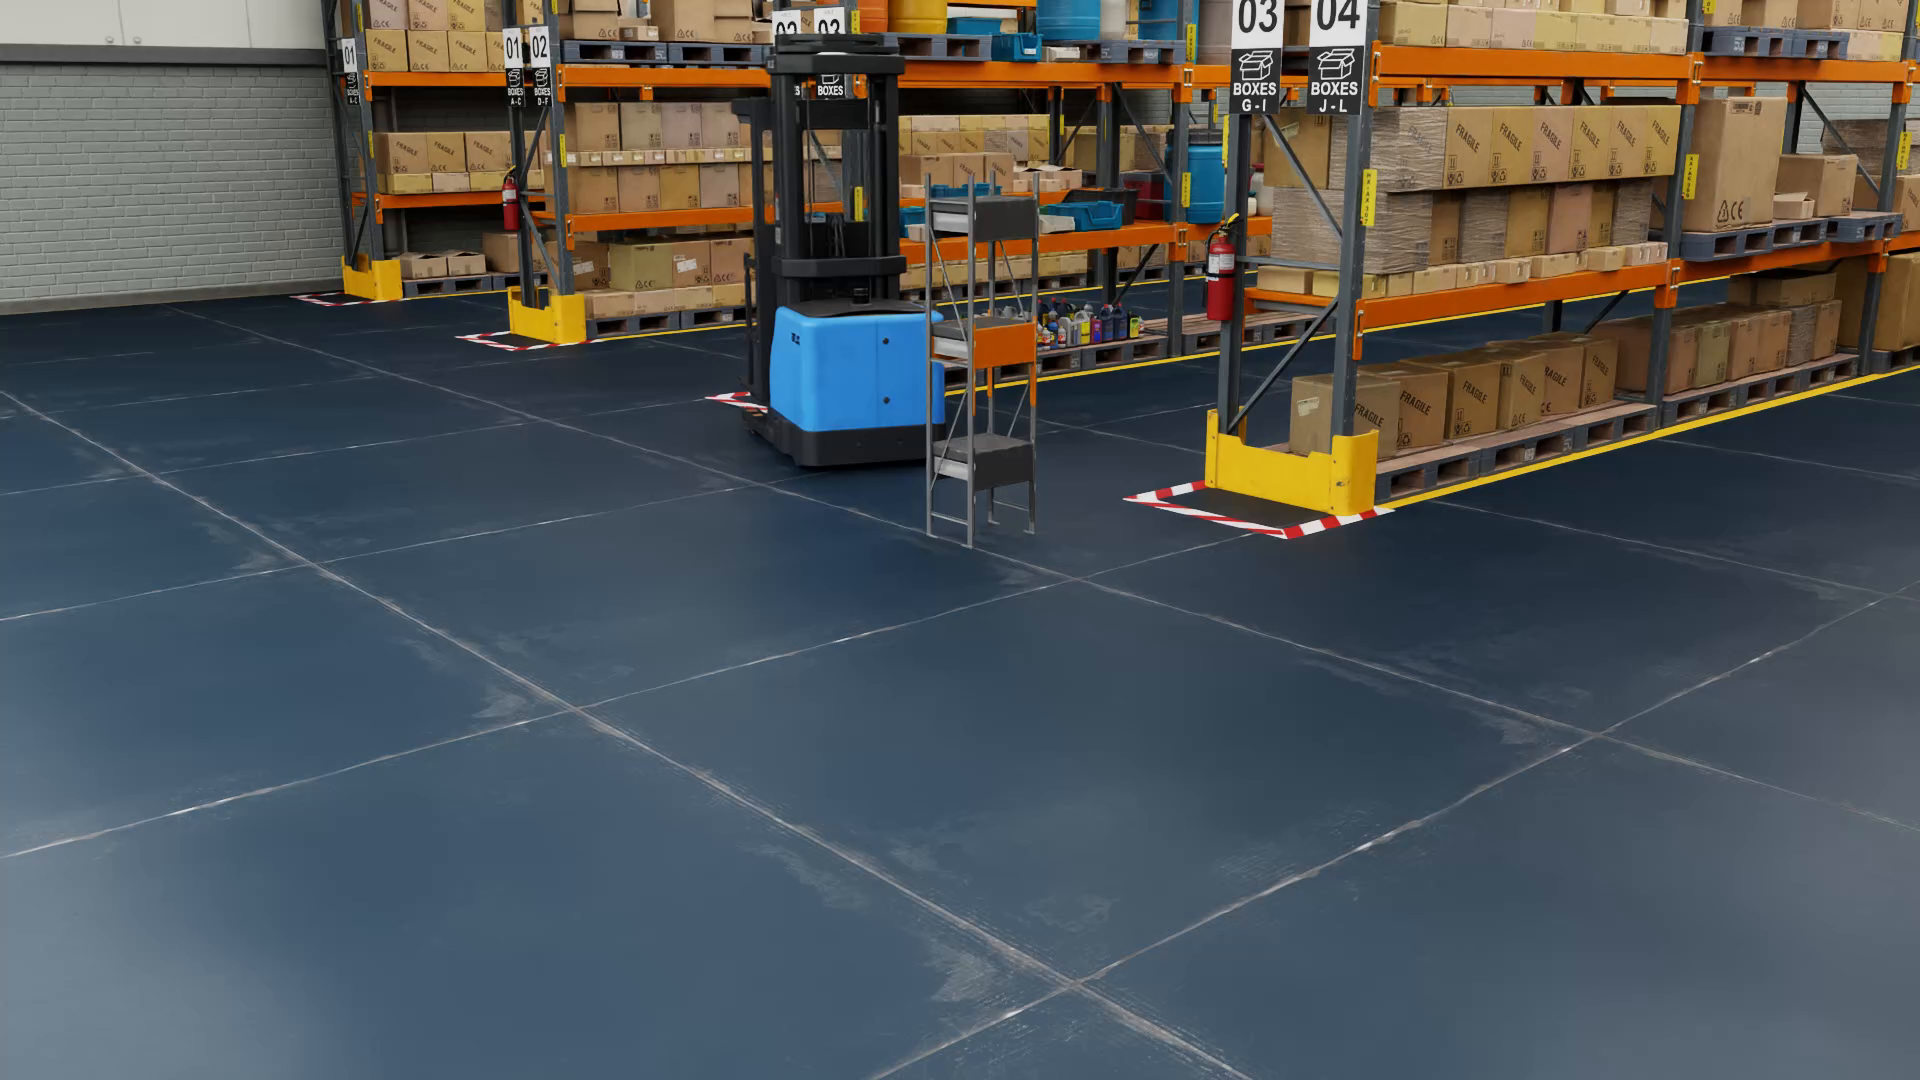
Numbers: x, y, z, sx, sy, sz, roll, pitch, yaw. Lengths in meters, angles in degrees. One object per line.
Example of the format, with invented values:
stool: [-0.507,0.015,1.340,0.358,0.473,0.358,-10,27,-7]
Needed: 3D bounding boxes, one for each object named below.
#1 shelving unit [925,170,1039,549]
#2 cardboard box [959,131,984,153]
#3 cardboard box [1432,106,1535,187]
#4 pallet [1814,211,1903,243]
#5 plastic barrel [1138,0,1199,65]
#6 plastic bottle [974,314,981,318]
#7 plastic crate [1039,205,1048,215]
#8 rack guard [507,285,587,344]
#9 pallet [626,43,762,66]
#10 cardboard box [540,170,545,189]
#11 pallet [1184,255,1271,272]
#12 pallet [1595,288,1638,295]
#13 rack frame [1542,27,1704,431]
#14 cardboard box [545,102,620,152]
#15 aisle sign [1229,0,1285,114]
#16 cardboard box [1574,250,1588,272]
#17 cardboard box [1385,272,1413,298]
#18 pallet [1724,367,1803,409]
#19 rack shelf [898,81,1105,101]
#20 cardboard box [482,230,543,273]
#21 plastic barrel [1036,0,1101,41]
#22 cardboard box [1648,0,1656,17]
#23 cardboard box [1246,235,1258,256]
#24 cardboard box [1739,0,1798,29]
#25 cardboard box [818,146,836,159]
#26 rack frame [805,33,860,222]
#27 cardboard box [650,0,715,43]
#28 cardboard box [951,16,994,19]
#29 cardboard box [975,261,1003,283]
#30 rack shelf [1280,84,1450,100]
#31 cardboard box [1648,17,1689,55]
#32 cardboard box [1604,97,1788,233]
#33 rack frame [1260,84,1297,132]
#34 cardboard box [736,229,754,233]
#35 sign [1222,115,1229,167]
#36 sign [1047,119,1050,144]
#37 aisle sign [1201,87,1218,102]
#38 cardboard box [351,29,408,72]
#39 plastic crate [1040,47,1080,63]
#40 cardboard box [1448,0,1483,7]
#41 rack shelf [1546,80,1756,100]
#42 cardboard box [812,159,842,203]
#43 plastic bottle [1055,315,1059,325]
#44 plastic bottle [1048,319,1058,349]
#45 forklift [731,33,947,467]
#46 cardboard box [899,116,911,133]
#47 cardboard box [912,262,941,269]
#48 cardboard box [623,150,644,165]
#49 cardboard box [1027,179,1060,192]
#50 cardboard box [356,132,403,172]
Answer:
shelving unit: [0.125,-1.042,9.584,0.503,2.100,0.431,-13,19,-39]
cardboard box: [0.045,-6.462,27.321,0.500,0.500,0.500,-12,19,-38]
cardboard box: [3.418,-2.603,10.974,0.500,0.500,0.500,-13,19,-39]
pallet: [7.633,-2.840,14.943,1.003,0.211,1.213,-13,19,-39]
plastic barrel: [2.073,-5.181,16.549,0.708,0.901,0.600,-13,19,-39]
plastic bottle: [0.120,-2.014,15.903,0.135,0.276,0.152,-12,19,-39]
plastic crate: [0.623,-3.084,15.893,0.662,0.188,0.450,-13,19,-39]
rack guard: [-4.452,-2.437,17.904,0.348,0.500,1.175,-13,19,-39]
pallet: [-2.963,-5.377,18.428,1.213,0.211,1.003,-13,19,-39]
cardboard box: [-5.580,-4.917,22.596,0.500,0.250,0.500,-13,20,-40]
pallet: [4.030,-4.189,25.023,1.213,0.211,1.003,-13,19,-39]
pallet: [8.396,-3.501,22.449,1.213,0.211,1.003,-13,19,-39]
rack frame: [5.083,-2.397,12.911,0.127,3.000,1.000,-13,19,-39]
cardboard box: [-4.034,-4.409,17.736,0.500,0.500,0.700,-13,19,-39]
aisle sign: [1.822,-3.023,10.218,0.004,0.787,0.394,-13,19,-39]
cardboard box: [4.301,-2.030,12.024,0.250,0.149,0.380,-13,19,-39]
cardboard box: [2.639,-1.638,10.558,0.250,0.149,0.380,-13,19,-39]
pallet: [6.591,-1.390,14.543,1.213,0.211,1.003,-13,19,-39]
rack shelf: [0.092,-5.766,21.107,4.000,0.370,1.077,-13,19,-39]
cardboard box: [-6.091,-3.928,22.634,0.500,0.500,0.700,-14,21,-43]
plastic barrel: [1.011,-5.108,15.461,0.708,0.901,0.600,-13,19,-39]
cardboard box: [4.766,-3.827,11.972,0.250,0.149,0.380,-12,19,-39]
cardboard box: [4.056,-4.465,24.643,0.500,0.500,0.500,-13,19,-39]
cardboard box: [6.213,-4.319,13.280,0.637,0.503,0.797,-12,19,-37]
cardboard box: [-1.669,-4.558,19.552,0.250,0.149,0.380,-13,20,-41]
rack frame: [-1.185,-2.683,13.984,0.127,3.000,1.000,-13,19,-39]
cardboard box: [-3.002,-5.645,17.978,0.500,0.500,0.500,-13,19,-39]
cardboard box: [0.207,-8.497,27.438,0.500,0.250,0.500,-13,20,-41]
cardboard box: [0.210,-3.481,21.484,0.500,0.250,0.500,-12,19,-38]
rack shelf: [6.127,-7.122,26.181,4.000,0.370,1.077,-13,19,-39]
cardboard box: [4.911,-3.646,12.063,0.500,0.250,0.500,-12,19,-37]
cardboard box: [5.775,-2.997,13.181,1.000,1.000,1.000,-12,19,-39]
rack frame: [4.618,-5.681,25.207,0.127,3.000,1.000,-13,19,-39]
cardboard box: [-2.344,-3.459,19.948,0.500,0.500,0.500,-13,19,-39]
sign: [1.717,-2.543,10.601,0.005,0.325,0.100,-13,19,-39]
sign: [1.238,-5.629,22.920,0.005,0.325,0.100,-13,19,-39]
aisle sign: [4.633,-8.532,30.843,0.004,0.787,0.394,-13,19,-39]
cardboard box: [-7.272,-6.127,20.831,0.500,0.500,0.500,-12,19,-38]
plastic crate: [0.887,-4.332,14.855,0.396,0.136,0.243,-13,19,-39]
cardboard box: [3.046,-3.414,10.425,0.250,0.149,0.380,-12,19,-37]
rack shelf: [9.376,-6.157,22.568,4.000,0.370,1.077,-13,19,-39]
cardboard box: [-1.747,-4.298,19.834,0.500,0.500,0.700,-13,20,-41]
plastic bottle: [0.952,-2.003,15.846,0.133,0.283,0.061,-13,19,-39]
plastic bottle: [0.874,-1.934,15.611,0.097,0.271,0.097,0,15,0]
forklift: [-1.061,-2.253,12.506,1.130,2.935,3.031,-5,16,-19]
cardboard box: [-1.120,-6.563,26.245,0.500,0.250,0.500,-12,19,-38]
cardboard box: [-0.560,-3.577,20.755,0.500,0.311,0.500,-13,20,-40]
cardboard box: [-3.610,-4.122,17.918,0.250,0.149,0.380,-13,19,-39]
cardboard box: [1.104,-4.676,21.930,0.250,0.149,0.380,-13,19,-39]
cardboard box: [-7.473,-5.033,21.578,0.500,0.500,0.500,-13,20,-40]
